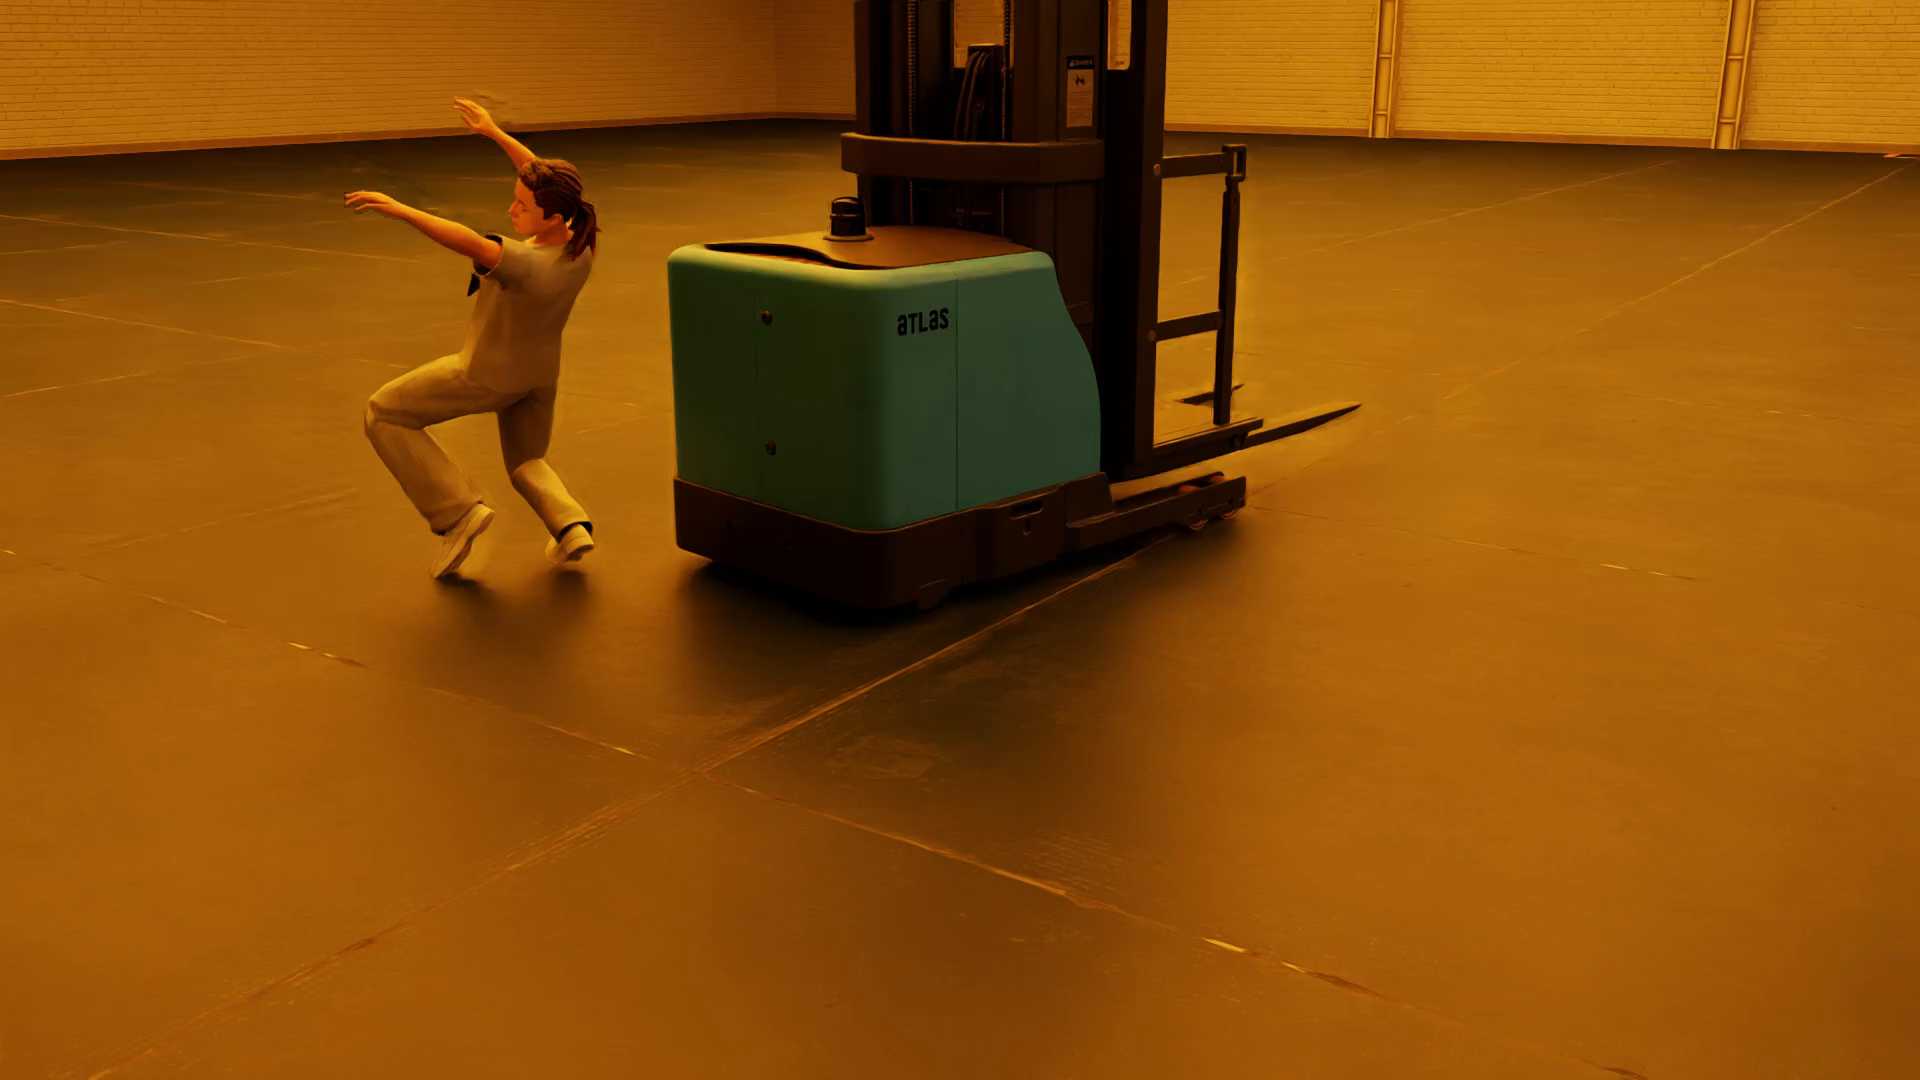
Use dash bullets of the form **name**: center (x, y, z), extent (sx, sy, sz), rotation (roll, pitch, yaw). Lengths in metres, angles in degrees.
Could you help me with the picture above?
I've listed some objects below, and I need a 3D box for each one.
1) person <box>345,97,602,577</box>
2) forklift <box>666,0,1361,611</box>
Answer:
- **person**: center (-1.614, -0.588, 5.260), extent (0.802, 1.555, 0.980), rotation (10, 19, 29)
- **forklift**: center (0.423, -1.530, 5.950), extent (1.130, 2.935, 3.031), rotation (16, 23, 42)
